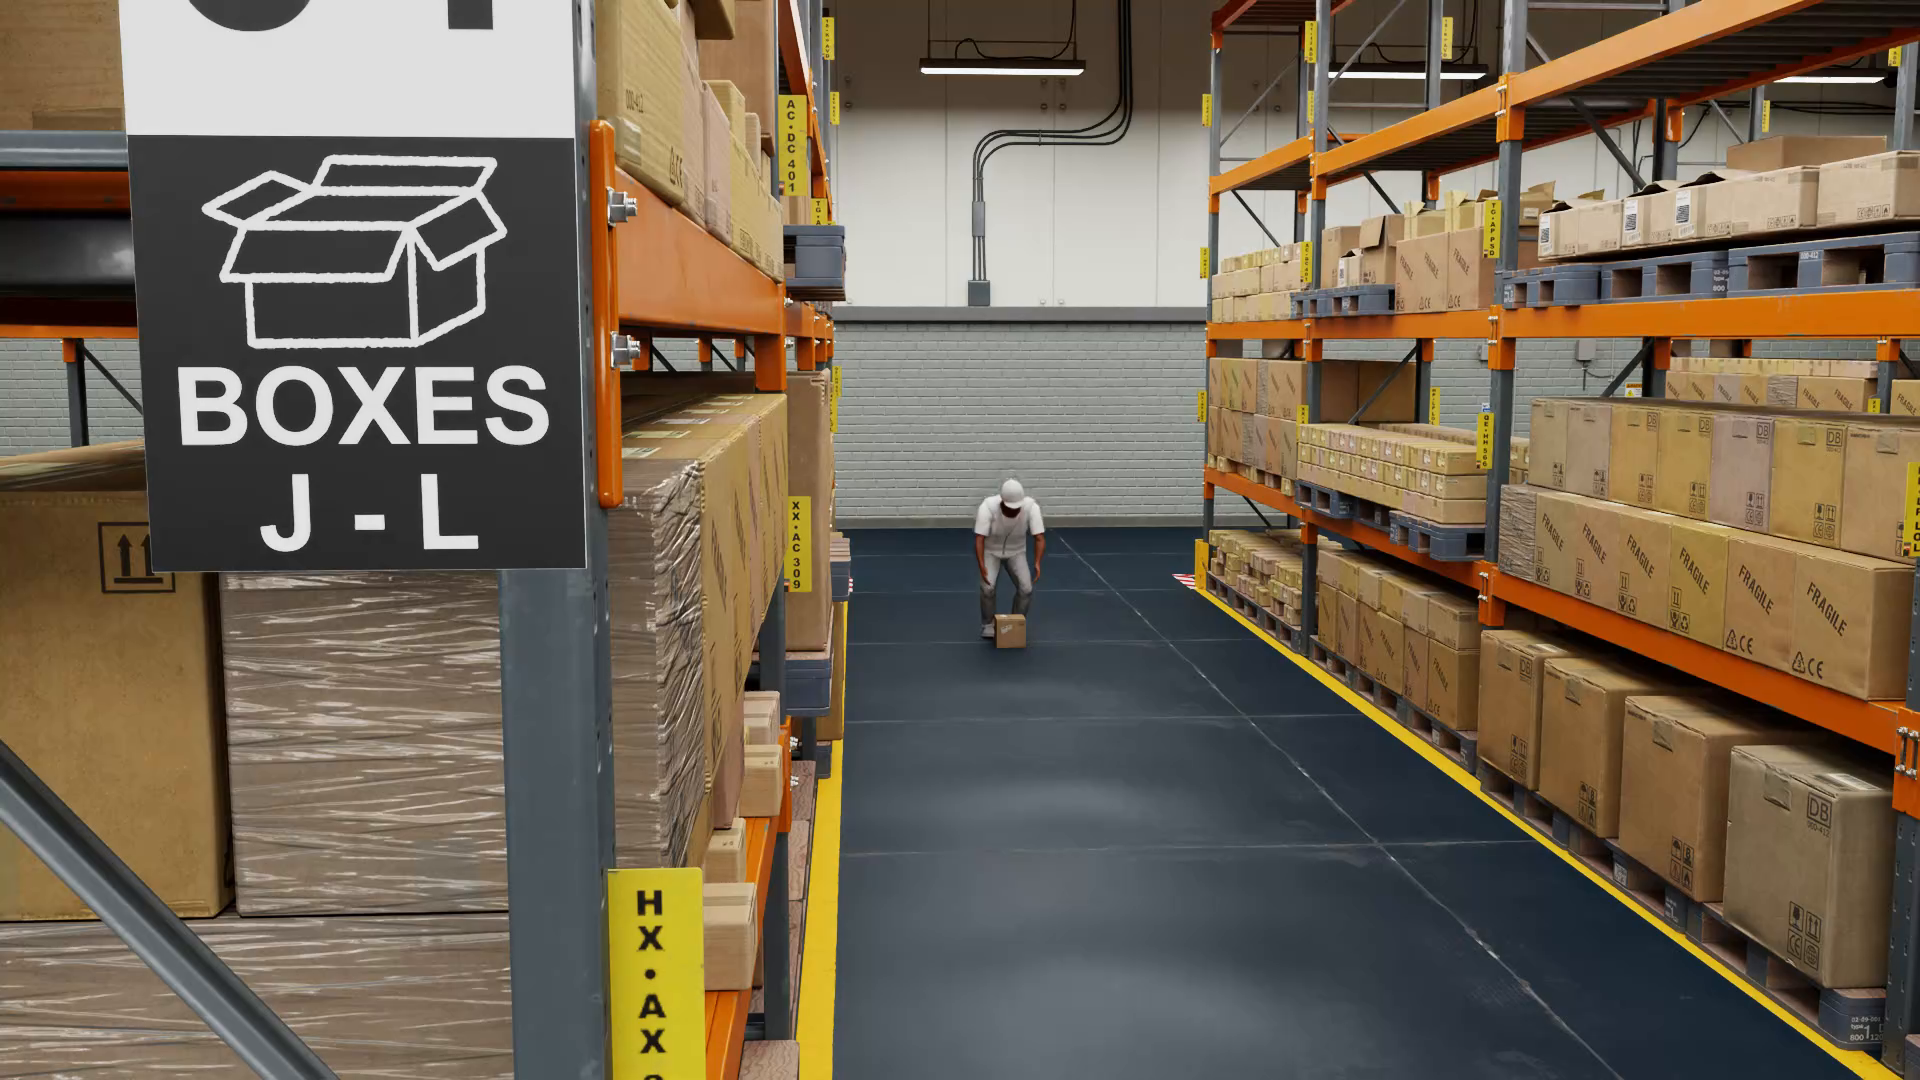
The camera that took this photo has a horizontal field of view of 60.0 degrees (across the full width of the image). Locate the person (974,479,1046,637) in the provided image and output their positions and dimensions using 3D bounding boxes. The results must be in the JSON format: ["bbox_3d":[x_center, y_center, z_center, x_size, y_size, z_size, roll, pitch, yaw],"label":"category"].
[{"bbox_3d":[0.435,0.156,14.757,0.631,1.430,0.747,0,7,-4],"label":"person"}]
